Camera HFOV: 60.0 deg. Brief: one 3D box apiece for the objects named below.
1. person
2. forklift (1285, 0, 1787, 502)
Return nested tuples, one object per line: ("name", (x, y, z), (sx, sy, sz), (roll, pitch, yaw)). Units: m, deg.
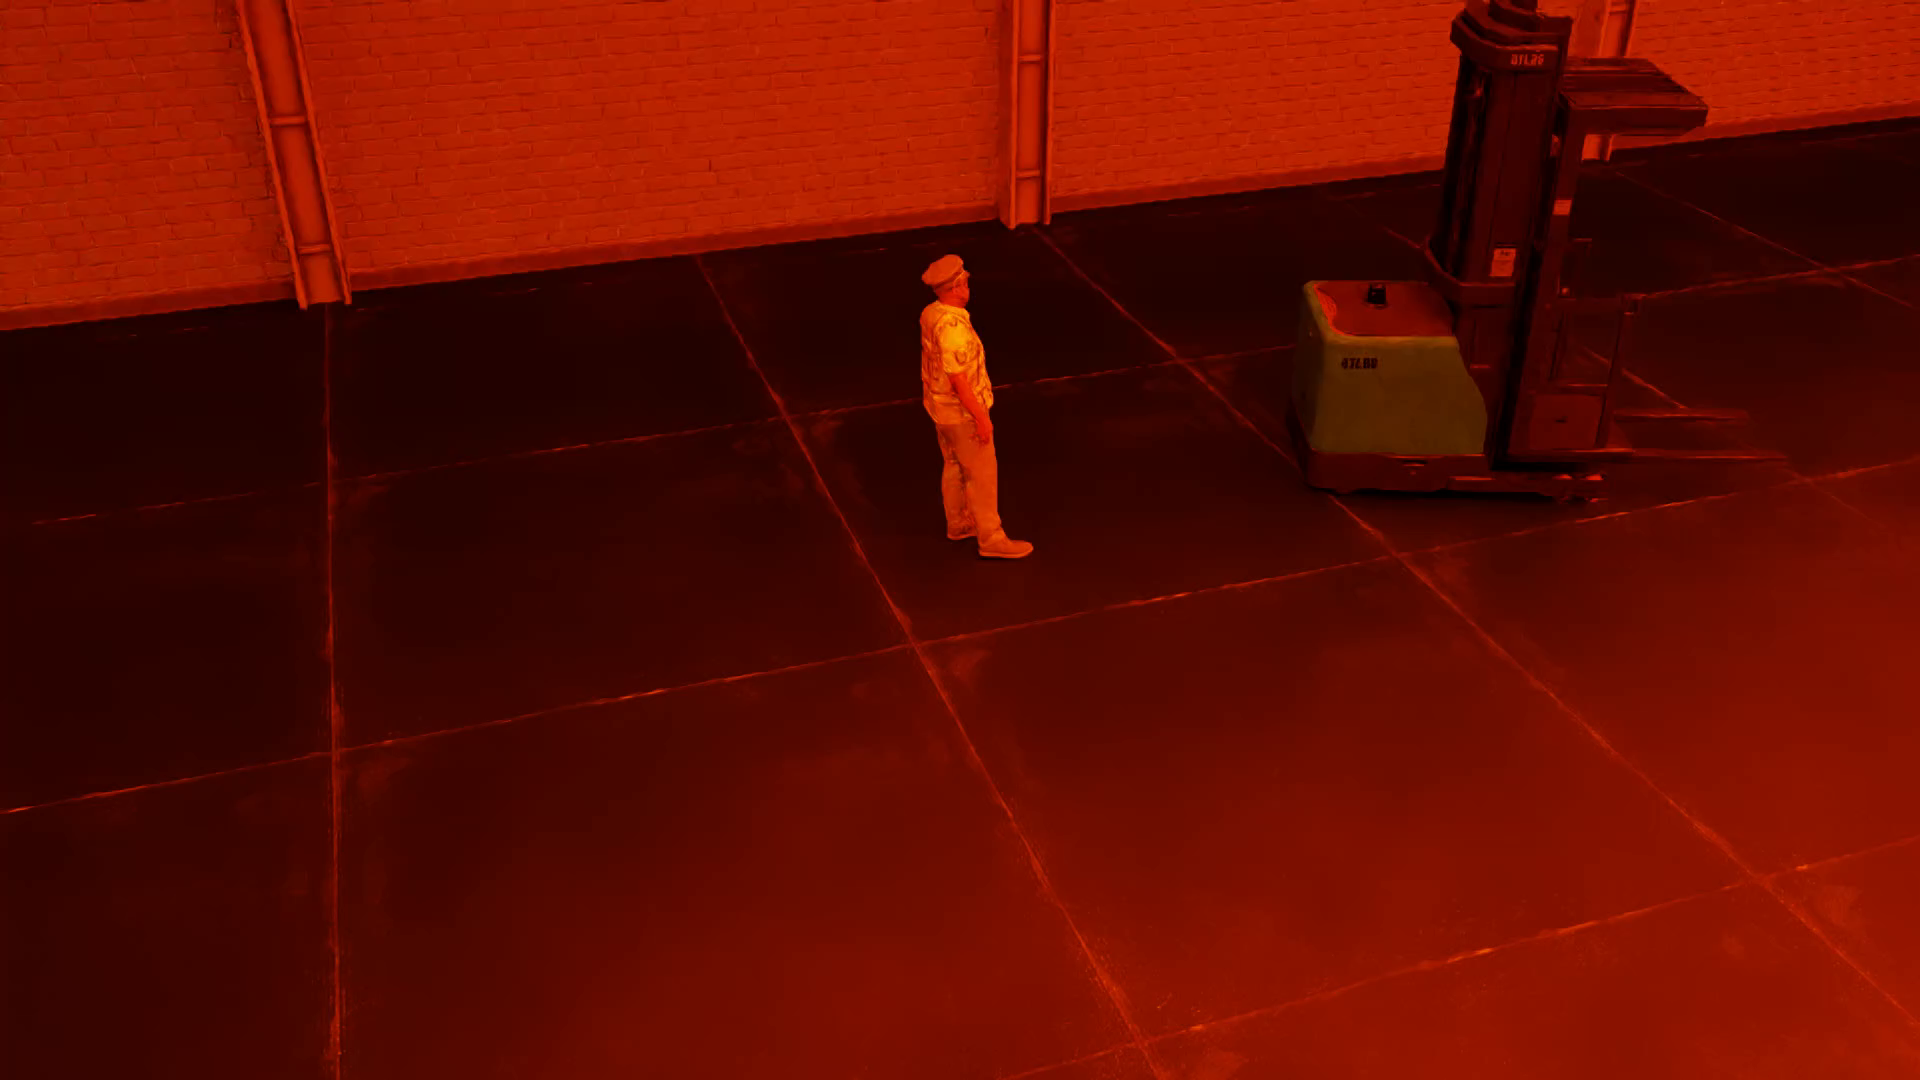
("person", (0.078, -0.786, 9.589), (0.574, 1.781, 0.640), (-10, 31, -16))
("forklift", (3.709, -1.781, 10.182), (3.031, 2.935, 1.130), (1, 30, 1))
